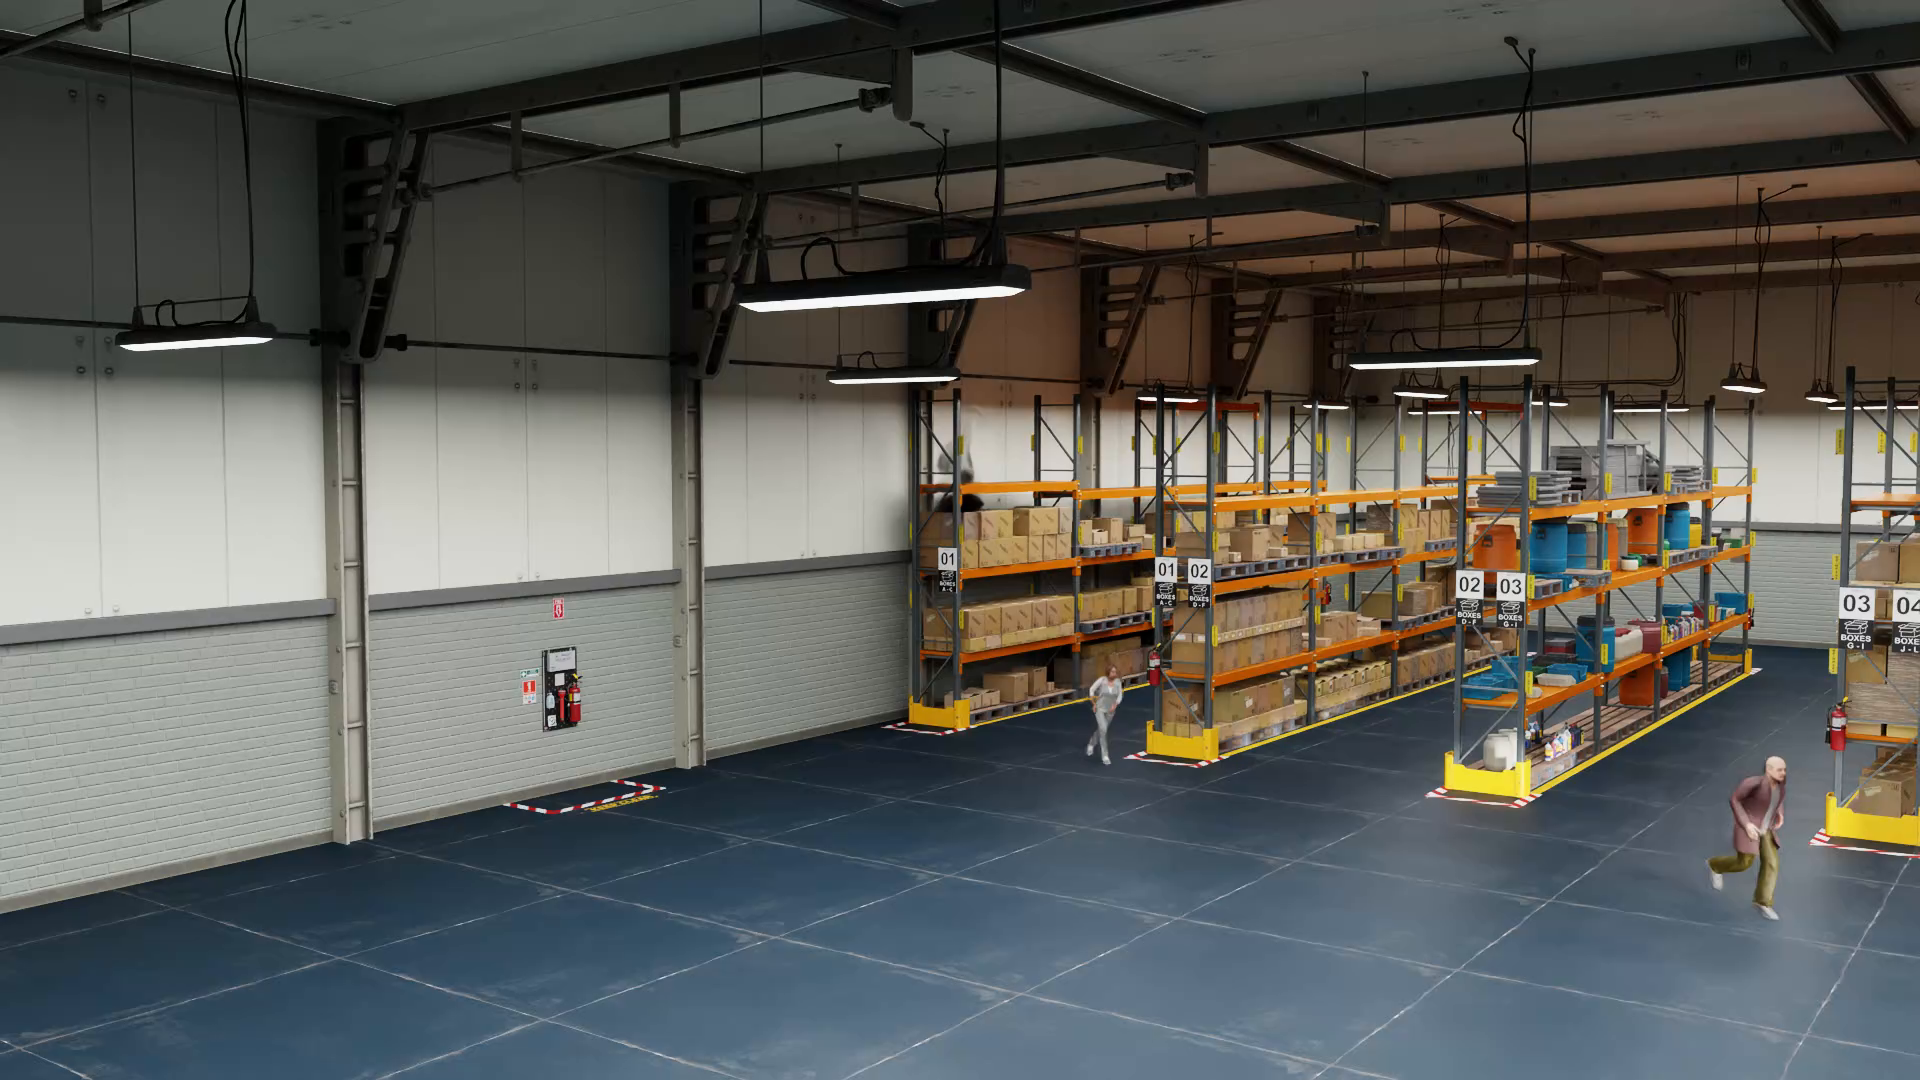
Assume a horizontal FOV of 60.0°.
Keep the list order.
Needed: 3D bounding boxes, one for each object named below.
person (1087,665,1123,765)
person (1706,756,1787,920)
[{"bbox_3d":[2.298,2.724,26.401,0.516,1.555,0.851,-1,3,-15],"label":"person"},{"bbox_3d":[8.518,3.198,17.995,0.729,1.628,1.021,-1,4,-24],"label":"person"}]
